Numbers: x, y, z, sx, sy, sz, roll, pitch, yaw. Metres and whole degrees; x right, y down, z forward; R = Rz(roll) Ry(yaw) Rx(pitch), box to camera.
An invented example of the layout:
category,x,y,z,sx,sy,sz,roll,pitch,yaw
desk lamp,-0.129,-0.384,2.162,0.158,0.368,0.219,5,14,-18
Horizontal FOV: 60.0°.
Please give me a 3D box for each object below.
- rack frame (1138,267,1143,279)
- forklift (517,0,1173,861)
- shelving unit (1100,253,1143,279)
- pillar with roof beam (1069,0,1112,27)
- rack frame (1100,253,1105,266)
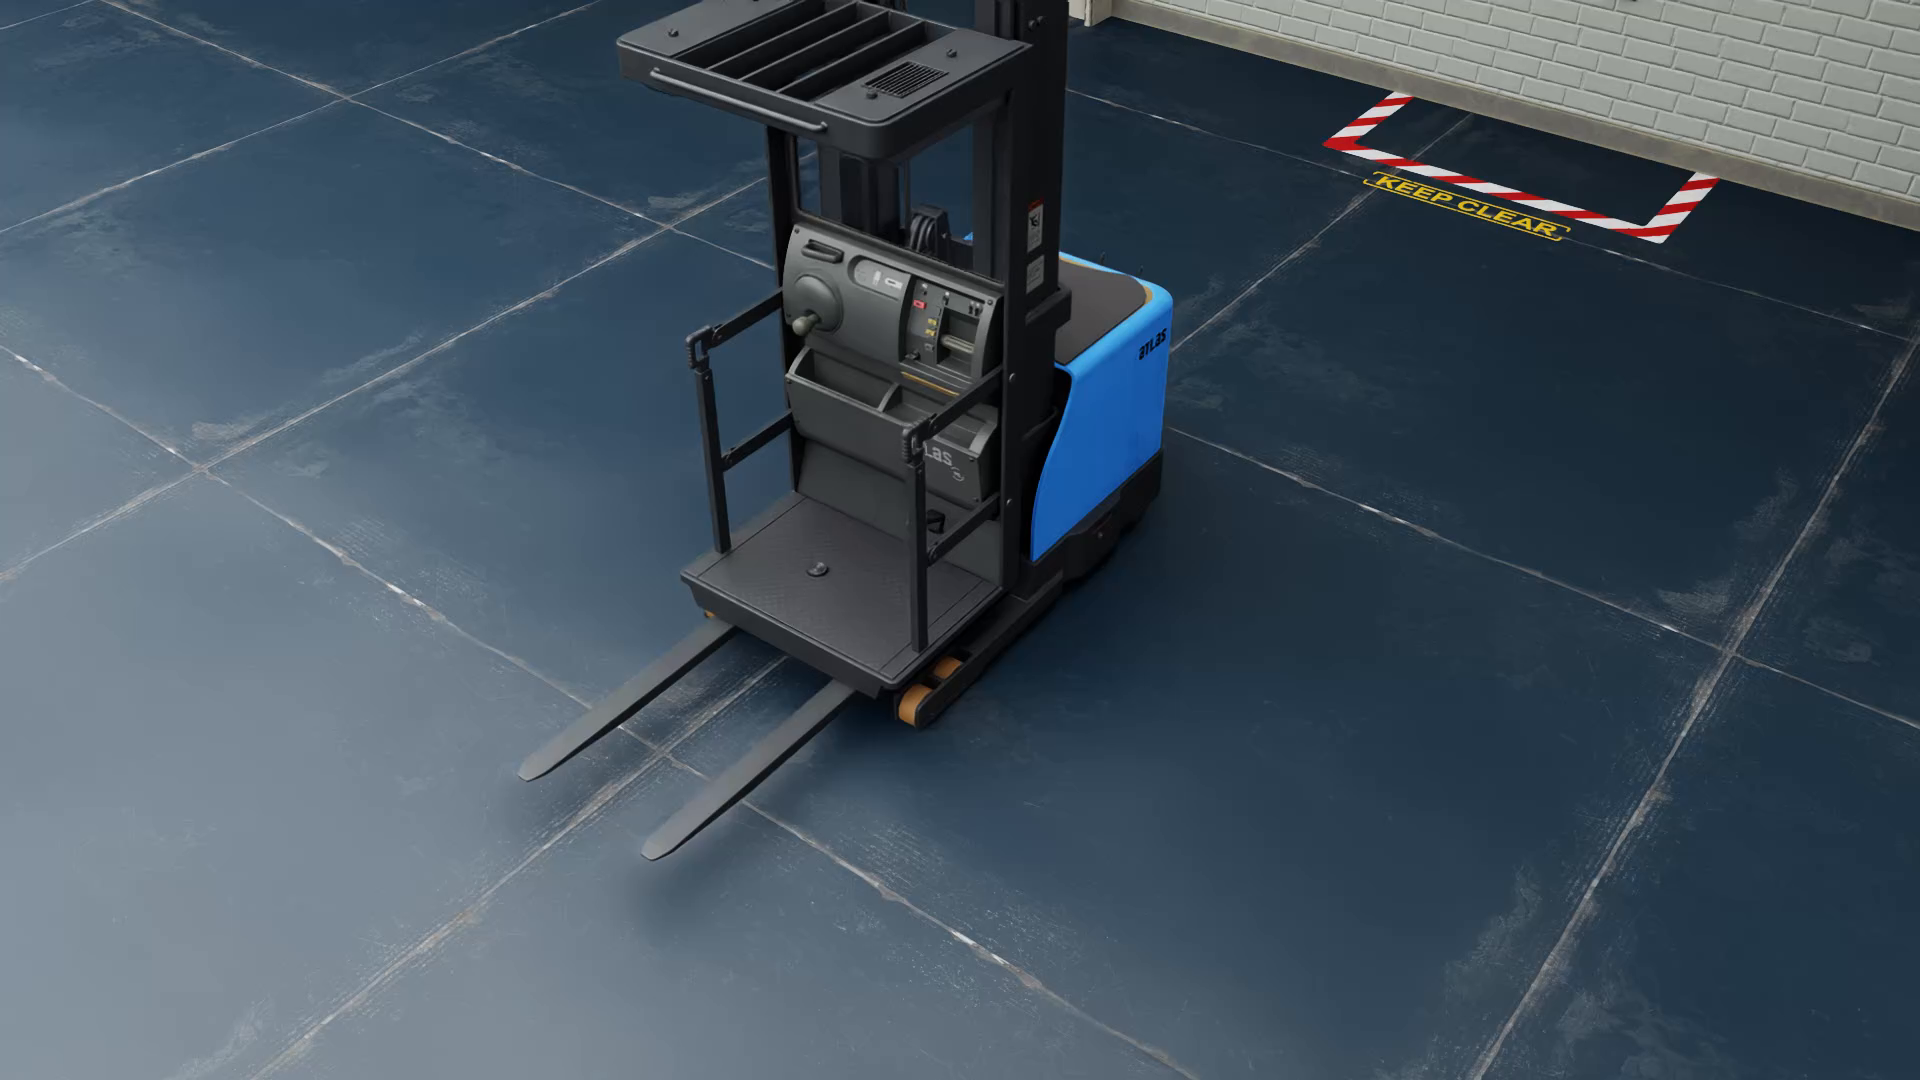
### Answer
category,x,y,z,sx,sy,sz,roll,pitch,yaw
rack frame,0.710,-0.786,7.511,0.006,0.900,0.240,27,42,30
forklift,-0.389,-0.783,5.873,1.130,2.935,3.031,25,44,28
shelving unit,0.631,-0.826,7.562,0.210,0.900,0.258,27,42,30
pillar with roof beam,-1.742,-5.278,6.691,0.400,9.000,9.100,25,45,29
rack frame,0.552,-0.865,7.612,0.006,0.900,0.240,27,42,30
